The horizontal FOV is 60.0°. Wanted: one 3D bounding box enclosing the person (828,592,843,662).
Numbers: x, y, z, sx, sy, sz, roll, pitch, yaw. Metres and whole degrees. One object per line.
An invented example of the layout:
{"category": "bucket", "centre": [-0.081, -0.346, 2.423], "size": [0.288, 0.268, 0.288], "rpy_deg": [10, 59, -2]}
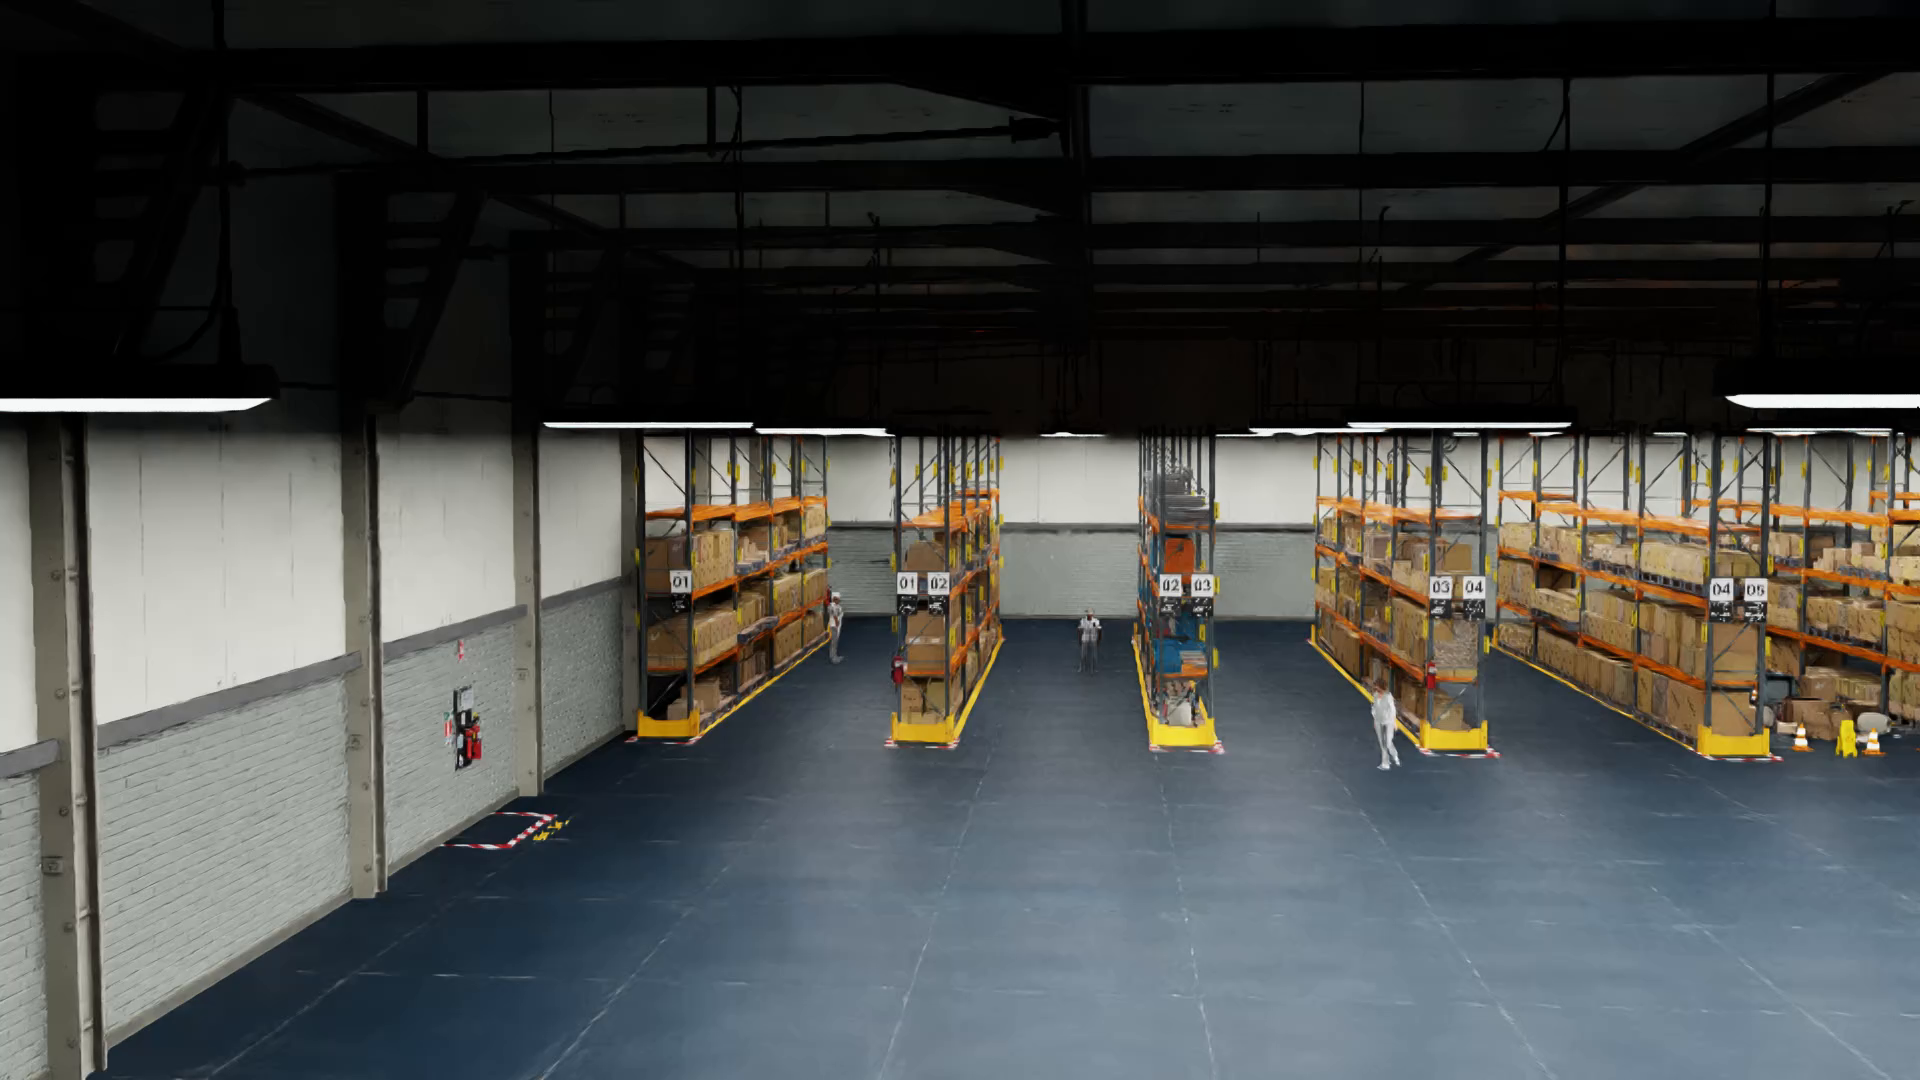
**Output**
{"category": "person", "centre": [-3.177, 2.220, 42.640], "size": [0.407, 1.779, 0.668], "rpy_deg": [-1, 4, -12]}

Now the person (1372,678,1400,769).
{"category": "person", "centre": [7.381, 3.174, 28.808], "size": [0.471, 1.589, 0.476], "rpy_deg": [3, 5, 44]}

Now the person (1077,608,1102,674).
{"category": "person", "centre": [3.156, 2.451, 40.524], "size": [0.592, 1.629, 0.531], "rpy_deg": [0, 3, 3]}
